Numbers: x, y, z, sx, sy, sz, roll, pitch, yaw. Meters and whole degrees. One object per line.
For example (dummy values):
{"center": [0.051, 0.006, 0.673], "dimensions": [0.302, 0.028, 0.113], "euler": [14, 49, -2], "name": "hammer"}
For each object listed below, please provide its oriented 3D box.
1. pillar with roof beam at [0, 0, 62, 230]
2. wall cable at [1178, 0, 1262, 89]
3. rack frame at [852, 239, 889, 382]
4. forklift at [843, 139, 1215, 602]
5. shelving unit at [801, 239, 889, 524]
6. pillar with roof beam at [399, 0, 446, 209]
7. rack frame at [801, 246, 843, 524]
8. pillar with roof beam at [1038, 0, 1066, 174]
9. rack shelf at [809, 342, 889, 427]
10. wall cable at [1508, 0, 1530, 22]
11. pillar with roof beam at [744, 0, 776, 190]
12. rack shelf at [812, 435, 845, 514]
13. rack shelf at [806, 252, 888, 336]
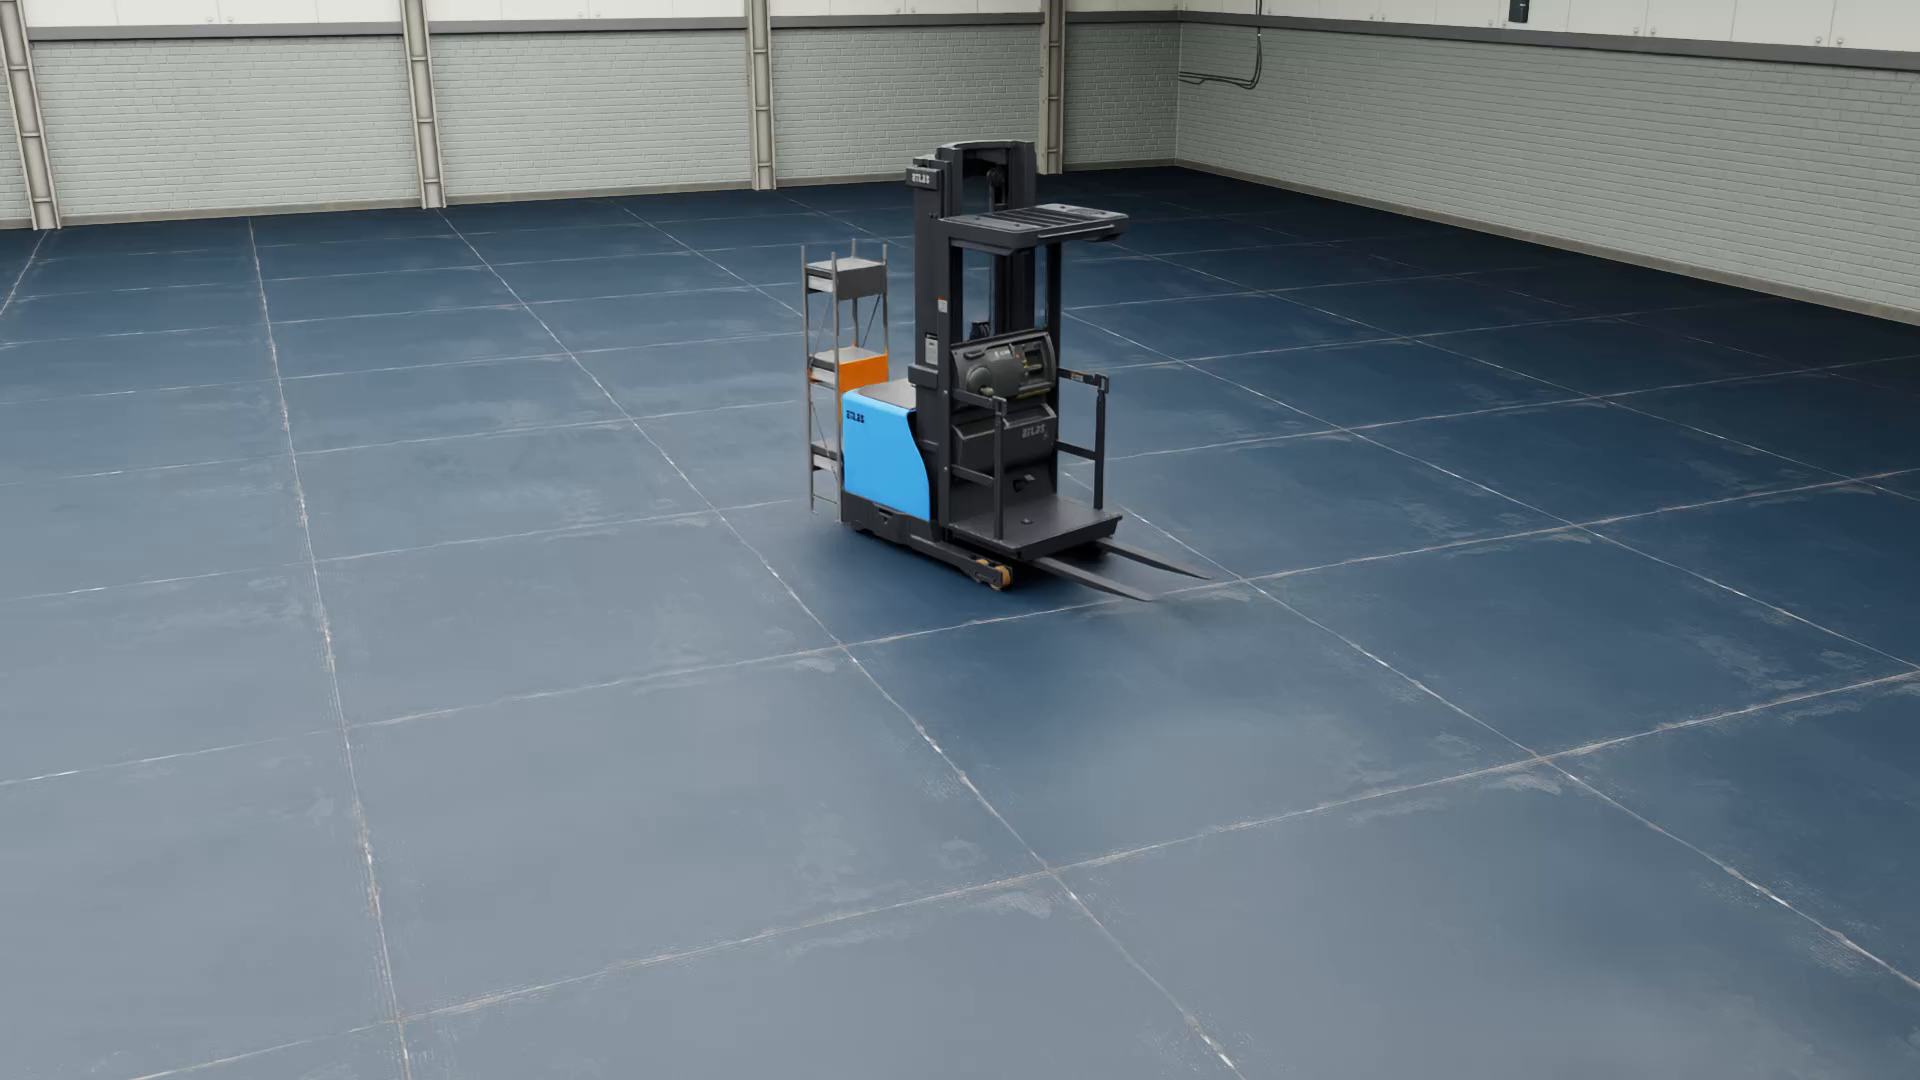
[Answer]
{"center": [-13.004, -7.967, 21.599], "dimensions": [0.400, 9.000, 9.100], "euler": [-8, 21, -22], "name": "pillar with roof beam"}
{"center": [5.047, -10.167, 32.524], "dimensions": [0.112, 2.526, 3.097], "euler": [-8, 21, -22], "name": "wall cable"}
{"center": [-0.690, -1.277, 12.987], "dimensions": [0.015, 2.100, 0.400], "euler": [-17, 26, -40], "name": "rack frame"}
{"center": [0.458, -1.226, 11.592], "dimensions": [1.130, 2.935, 3.031], "euler": [-16, 25, -39], "name": "forklift"}
{"center": [-0.870, -1.222, 12.831], "dimensions": [0.503, 2.100, 0.431], "euler": [-17, 26, -40], "name": "shelving unit"}
{"center": [-7.495, -8.756, 23.841], "dimensions": [0.400, 9.000, 9.100], "euler": [-8, 21, -22], "name": "pillar with roof beam"}
{"center": [-1.049, -1.167, 12.675], "dimensions": [0.015, 2.100, 0.400], "euler": [-17, 26, -40], "name": "rack frame"}
{"center": [3.523, -10.335, 28.325], "dimensions": [0.400, 9.000, 9.100], "euler": [-8, 21, -22], "name": "pillar with roof beam"}
{"center": [-0.870, -1.209, 12.836], "dimensions": [0.480, 0.518, 0.431], "euler": [-17, 26, -40], "name": "rack shelf"}
{"center": [8.793, -10.339, 23.216], "dimensions": [0.169, 6.003, 2.305], "euler": [-8, 21, -22], "name": "wall cable"}
{"center": [-1.986, -9.546, 26.083], "dimensions": [0.400, 9.000, 9.100], "euler": [-8, 21, -22], "name": "pillar with roof beam"}
{"center": [-0.870, -0.549, 13.068], "dimensions": [0.480, 0.518, 0.431], "euler": [-17, 26, -40], "name": "rack shelf"}
{"center": [-0.870, -1.869, 12.603], "dimensions": [0.480, 0.518, 0.431], "euler": [-17, 26, -40], "name": "rack shelf"}
